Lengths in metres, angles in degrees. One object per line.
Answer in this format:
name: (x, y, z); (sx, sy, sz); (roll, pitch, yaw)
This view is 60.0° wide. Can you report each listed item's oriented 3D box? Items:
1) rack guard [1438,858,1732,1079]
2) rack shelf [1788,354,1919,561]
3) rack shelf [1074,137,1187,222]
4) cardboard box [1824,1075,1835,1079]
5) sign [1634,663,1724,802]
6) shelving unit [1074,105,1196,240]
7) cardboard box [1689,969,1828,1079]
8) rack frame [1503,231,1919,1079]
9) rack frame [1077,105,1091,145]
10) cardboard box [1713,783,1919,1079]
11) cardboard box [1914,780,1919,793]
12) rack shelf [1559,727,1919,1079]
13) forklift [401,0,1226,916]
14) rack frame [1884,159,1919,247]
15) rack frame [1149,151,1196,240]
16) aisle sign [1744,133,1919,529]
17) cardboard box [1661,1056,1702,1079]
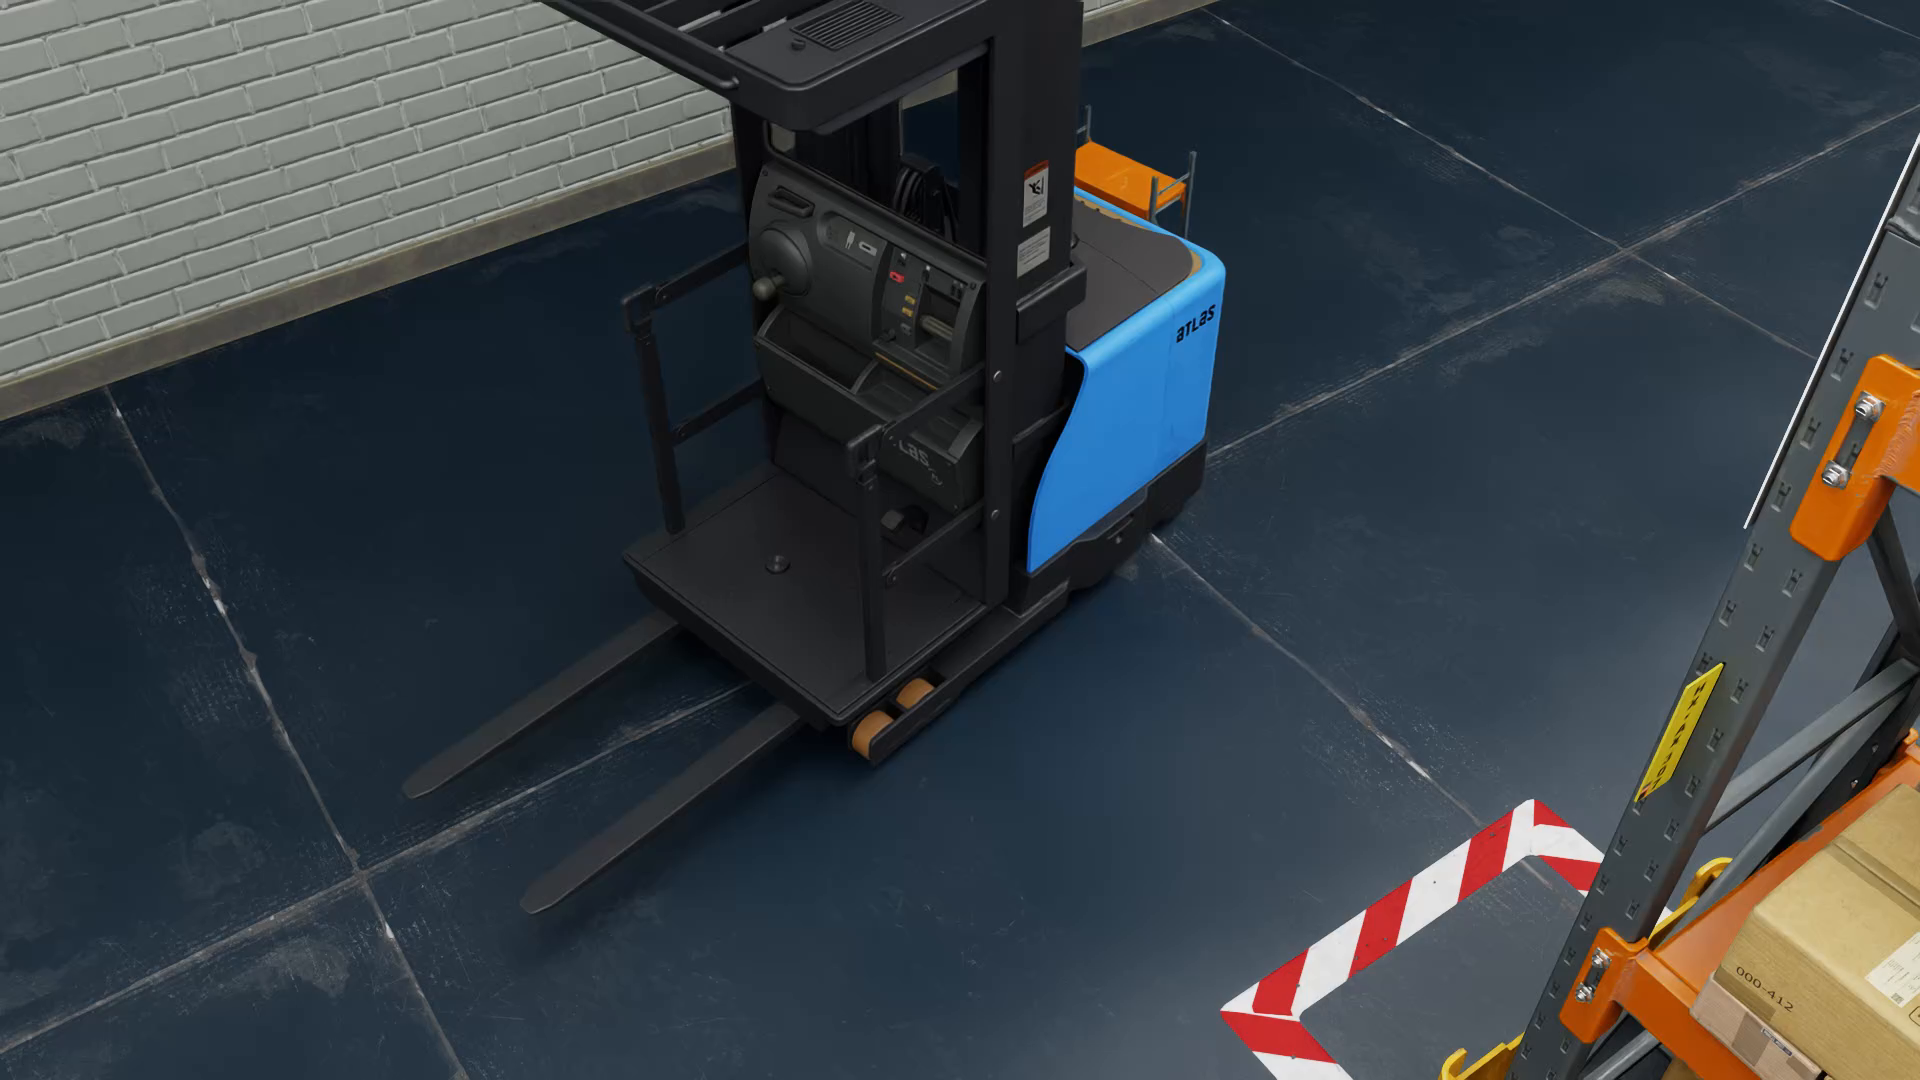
rack guard: (1.750, 1.371, 4.452); (1.175, 0.500, 0.348); (-26, 49, -24)
rack shelf: (2.907, 0.788, 1.601); (1.077, 0.370, 4.000); (-26, 49, -24)
rack shelf: (0.583, -1.299, 6.173); (0.480, 0.148, 0.258); (33, 52, 29)
cardboard box: (1.844, 1.047, 3.163); (0.380, 0.149, 0.250); (-26, 50, -25)
sign: (1.305, 0.354, 3.022); (0.100, 0.325, 0.005); (-26, 49, -24)
shelving unit: (0.583, -1.015, 6.444); (0.503, 1.200, 0.258); (33, 52, 29)
cardboard box: (1.696, 0.902, 3.314); (0.380, 0.149, 0.250); (-25, 49, -24)
rack frame: (1.763, 0.480, 3.575); (1.000, 3.000, 0.127); (-26, 49, -24)
rack frame: (0.404, -1.129, 6.564); (0.015, 1.200, 0.240); (33, 52, 29)
cardboard box: (1.816, 0.805, 3.127); (0.500, 0.250, 0.500); (-27, 50, -25)
cardboard box: (2.258, 0.596, 3.346); (0.500, 0.250, 0.500); (-26, 50, -25)
rack shelf: (2.907, 1.873, 2.637); (1.077, 0.370, 4.000); (-26, 49, -24)
forklift: (-0.444, -0.735, 4.897); (1.130, 2.935, 3.031); (33, 53, 30)
rack frame: (1.763, -1.690, 1.503); (1.000, 3.000, 0.127); (-26, 49, -24)
rack frame: (0.762, -0.900, 6.324); (0.015, 1.200, 0.240); (33, 52, 29)
aisle sign: (1.476, -0.383, 2.596); (0.394, 0.787, 0.004); (-26, 49, -24)
cardboard box: (2.195, 1.428, 3.817); (0.875, 0.875, 0.875); (-26, 49, -24)
